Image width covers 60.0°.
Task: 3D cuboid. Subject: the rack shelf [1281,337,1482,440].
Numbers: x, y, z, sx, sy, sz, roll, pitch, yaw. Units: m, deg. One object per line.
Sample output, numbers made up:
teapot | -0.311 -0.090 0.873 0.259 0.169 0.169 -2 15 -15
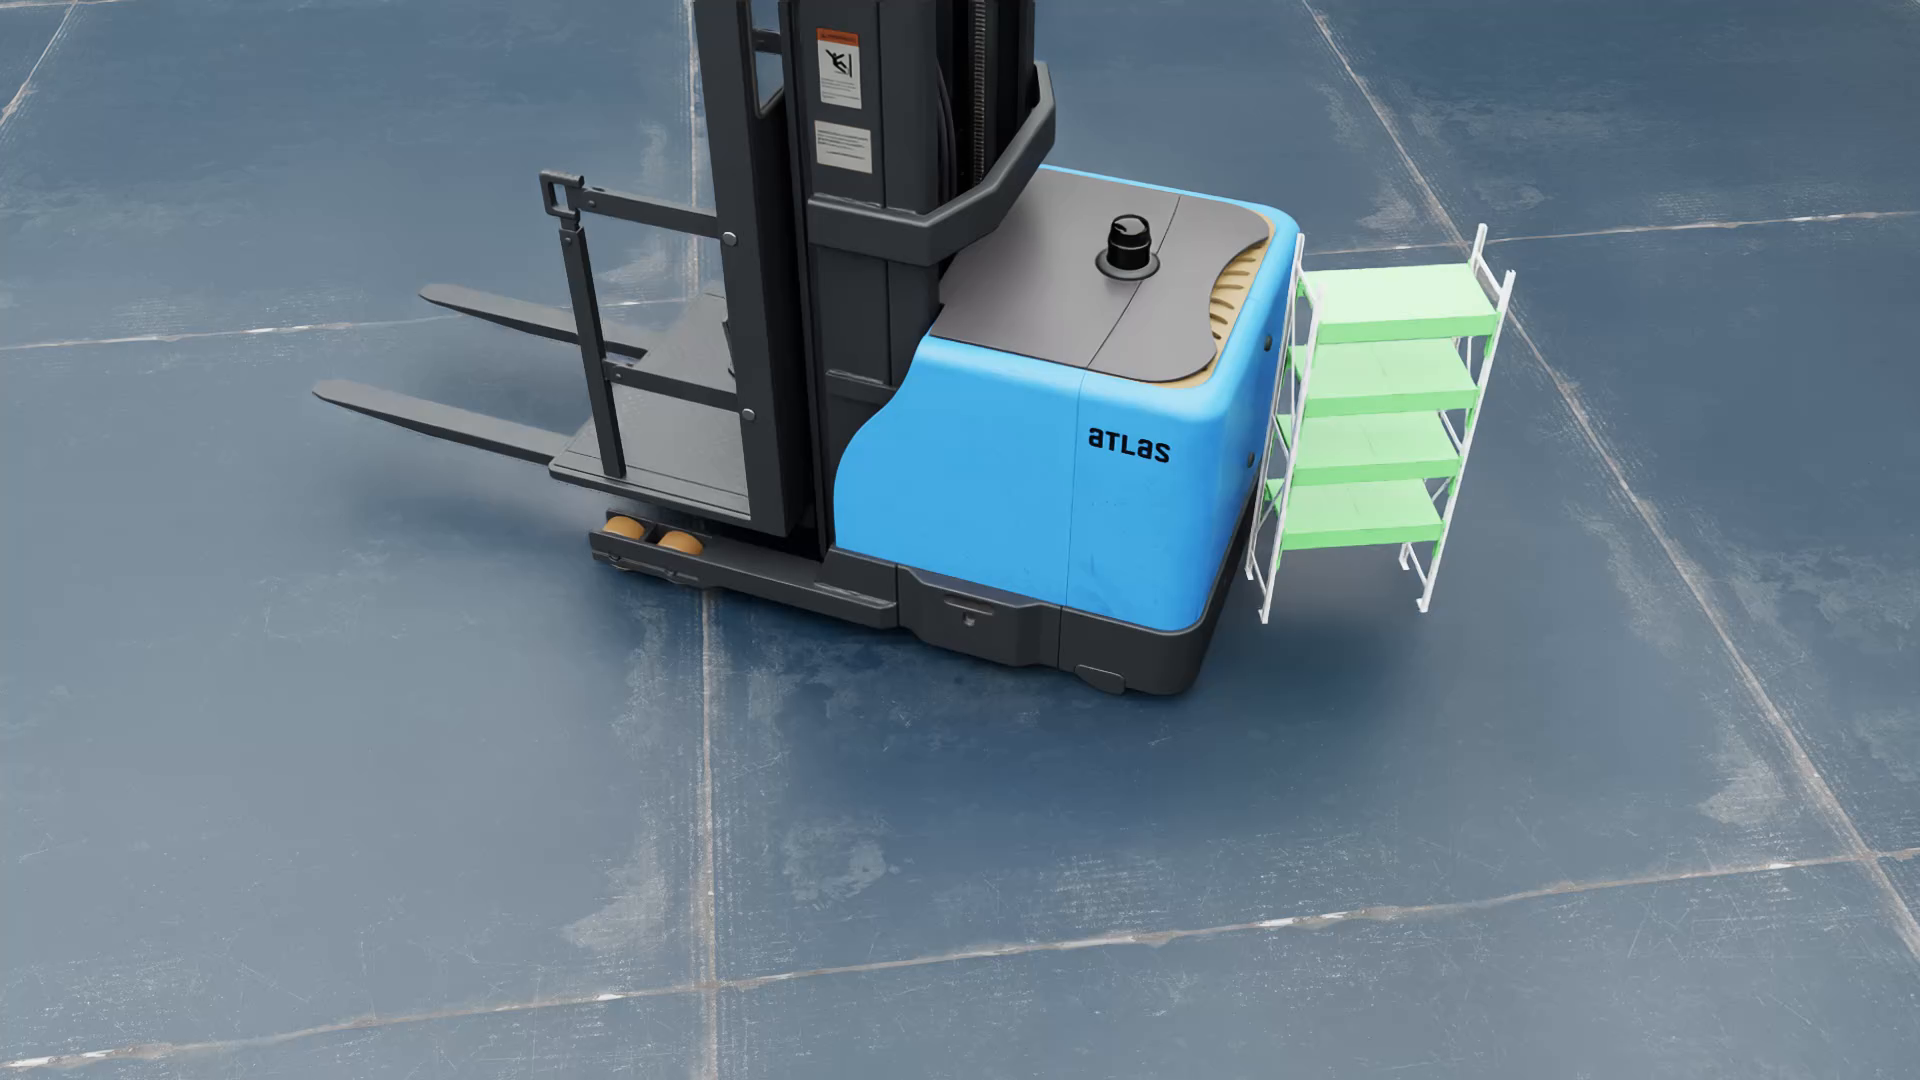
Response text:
rack shelf | 1.143 -0.422 4.559 0.480 0.148 0.258 -4 42 -4

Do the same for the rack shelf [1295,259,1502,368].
rack shelf | 1.143 -0.600 4.398 0.480 0.148 0.258 -4 42 -4

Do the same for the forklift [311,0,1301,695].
forklift | -0.599 -1.265 4.465 3.031 2.935 1.130 14 44 15

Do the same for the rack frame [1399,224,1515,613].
rack frame | 1.386 -0.306 4.693 0.015 1.200 0.240 -4 42 -4

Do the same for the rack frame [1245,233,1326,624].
rack frame | 0.900 -0.276 4.660 0.015 1.200 0.240 -4 42 -4

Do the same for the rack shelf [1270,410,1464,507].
rack shelf | 1.143 -0.243 4.719 0.480 0.148 0.258 -4 42 -4

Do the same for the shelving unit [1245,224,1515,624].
shelving unit | 1.143 -0.291 4.677 0.503 1.200 0.258 -4 42 -4

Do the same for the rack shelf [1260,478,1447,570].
rack shelf | 1.143 -0.065 4.880 0.480 0.148 0.258 -4 42 -4
